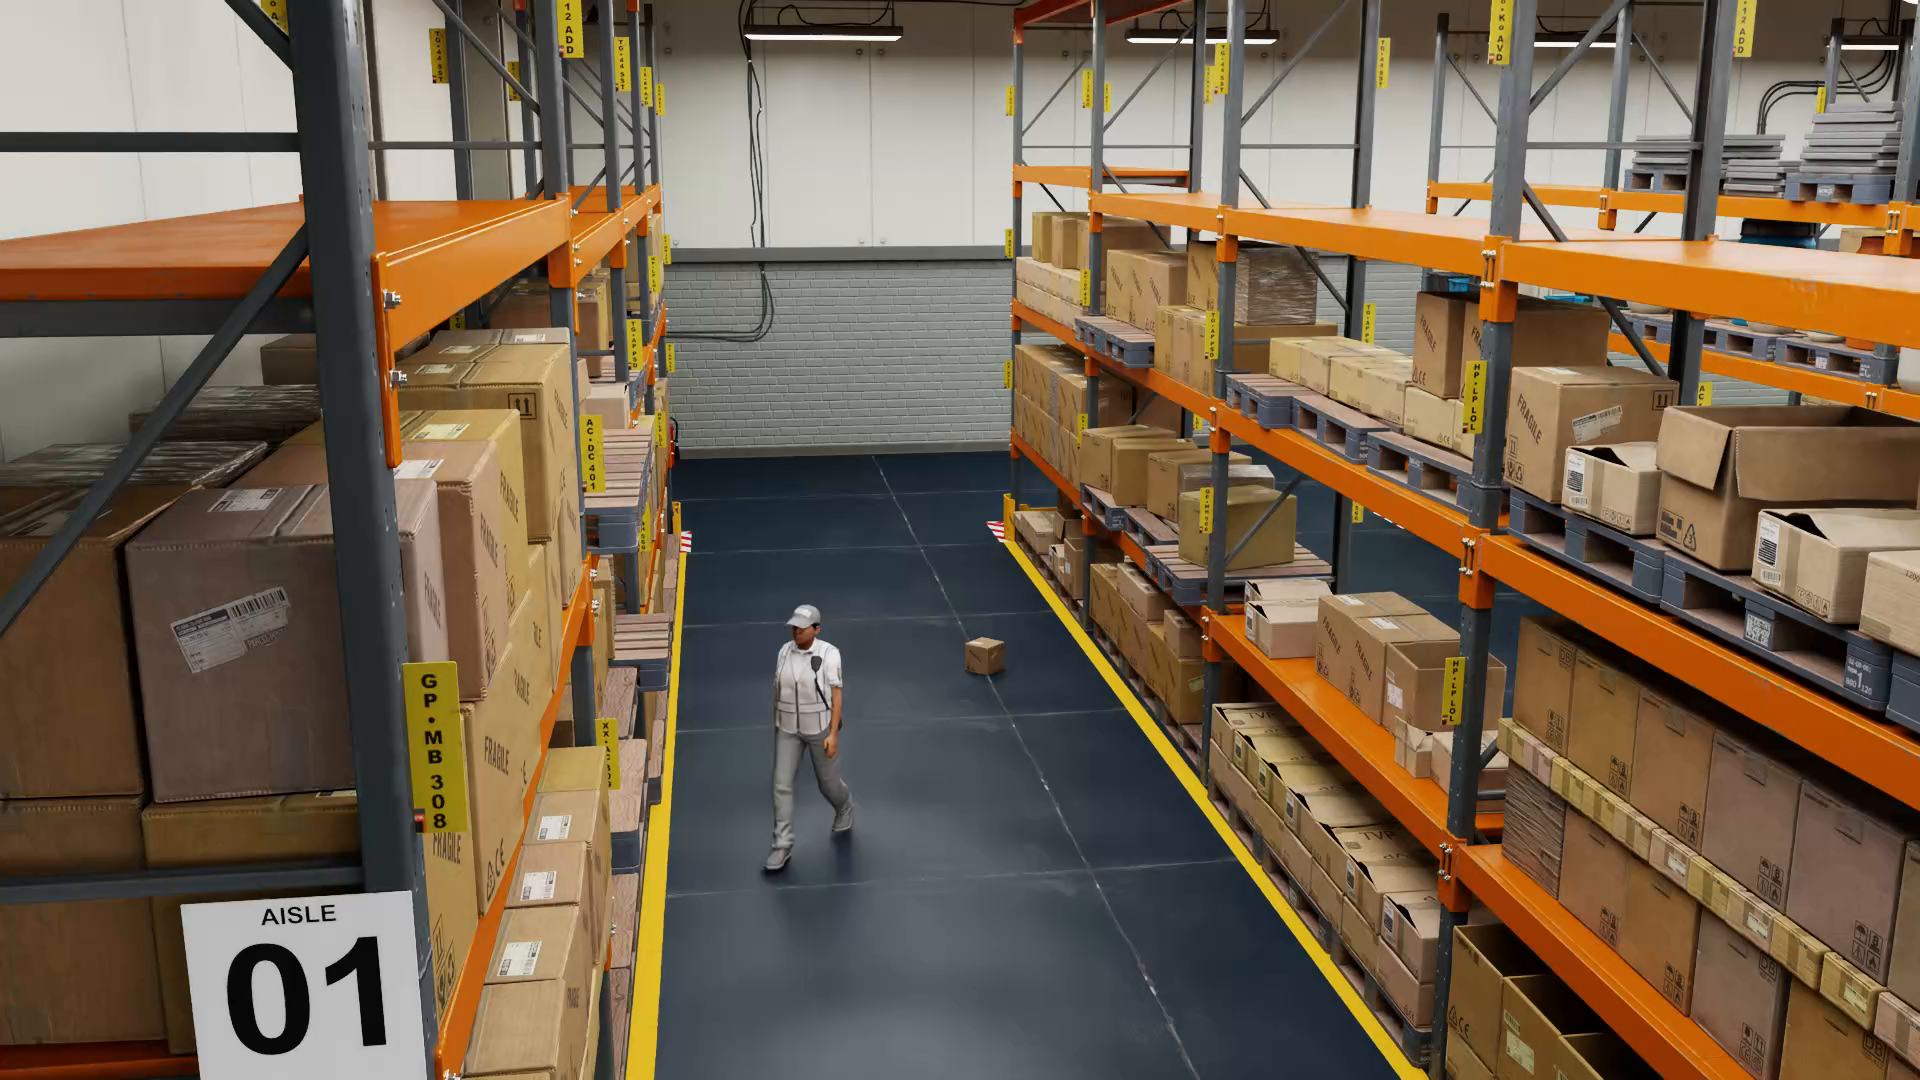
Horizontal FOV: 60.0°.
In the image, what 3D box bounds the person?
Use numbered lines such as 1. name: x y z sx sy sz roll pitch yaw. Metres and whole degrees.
1. person: -0.995 1.230 10.737 0.474 1.628 0.837 3 14 12
